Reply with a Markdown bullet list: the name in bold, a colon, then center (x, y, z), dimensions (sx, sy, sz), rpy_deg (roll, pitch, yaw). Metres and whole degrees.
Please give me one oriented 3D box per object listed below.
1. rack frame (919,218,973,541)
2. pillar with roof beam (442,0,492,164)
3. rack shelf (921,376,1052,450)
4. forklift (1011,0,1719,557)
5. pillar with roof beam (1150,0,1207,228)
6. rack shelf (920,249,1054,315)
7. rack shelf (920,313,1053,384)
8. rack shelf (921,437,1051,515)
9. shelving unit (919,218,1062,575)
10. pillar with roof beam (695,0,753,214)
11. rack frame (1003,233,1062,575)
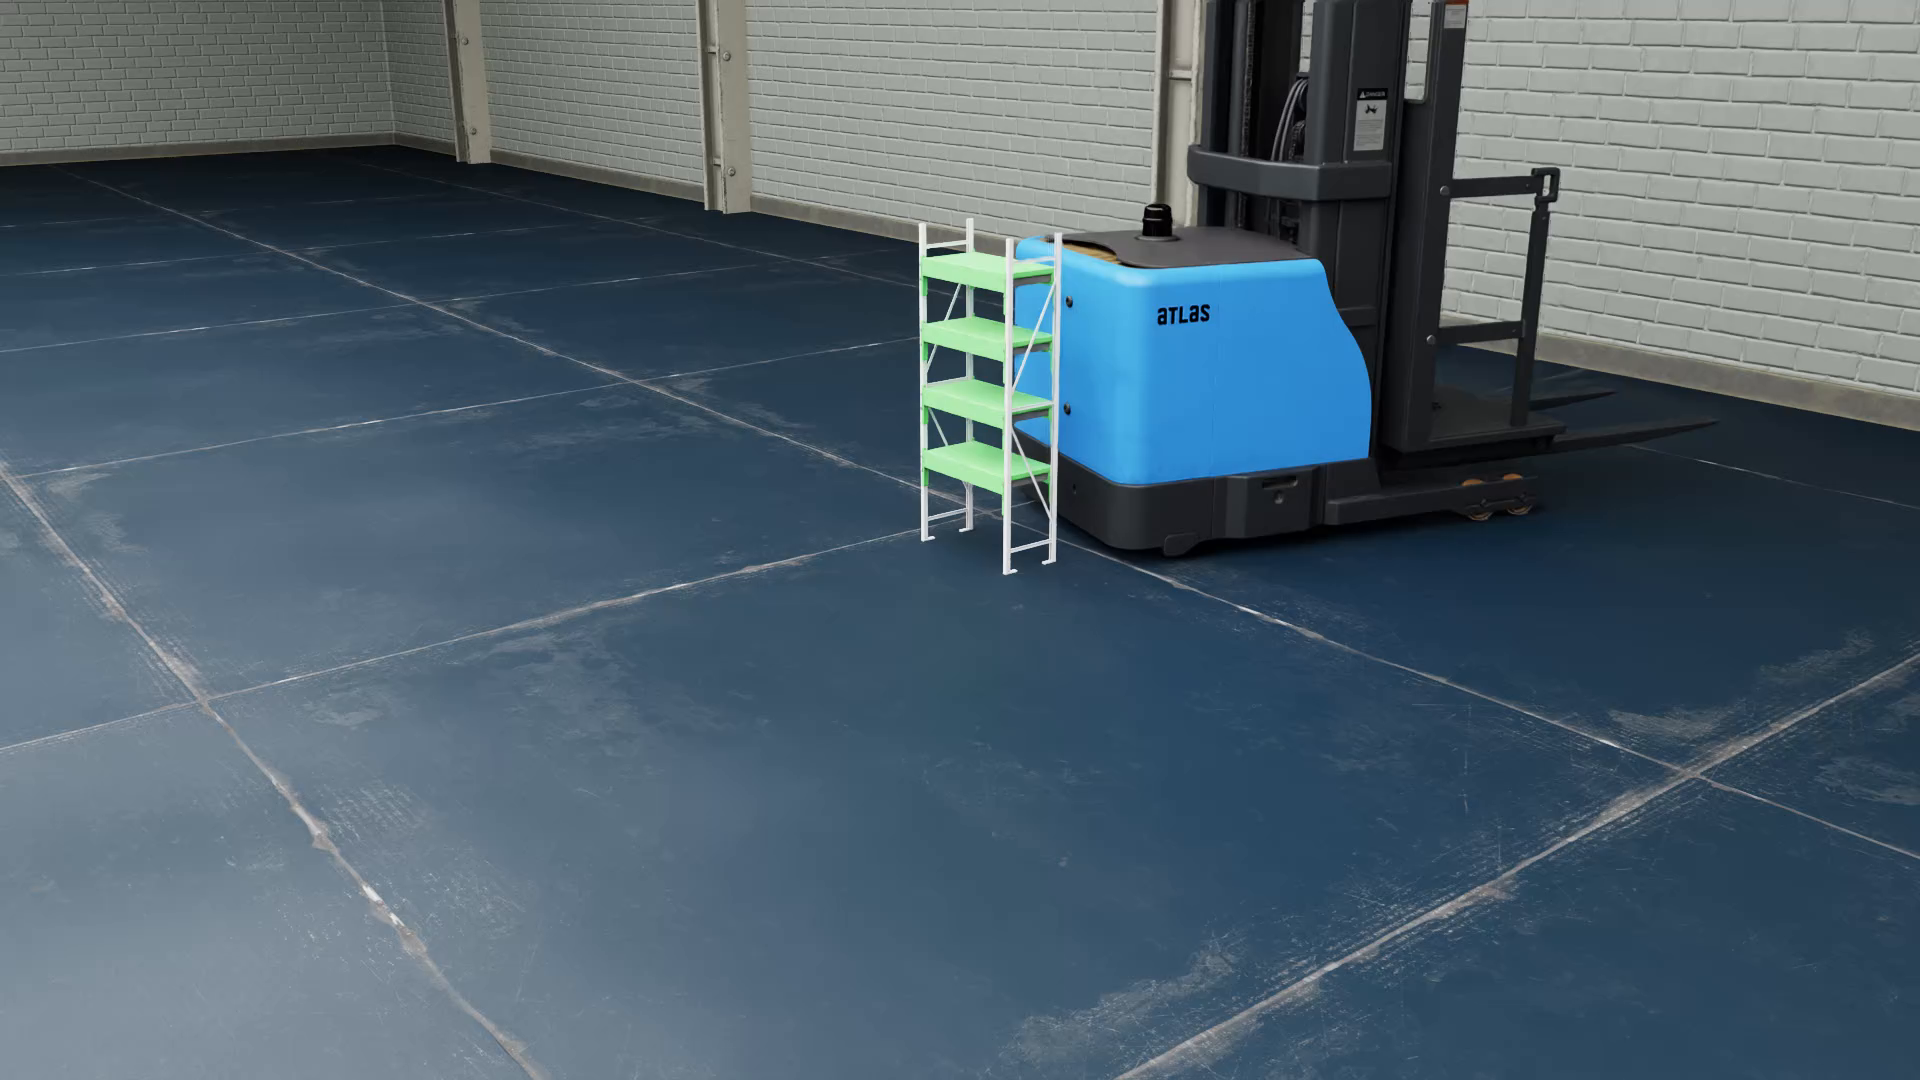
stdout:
- **rack frame**: center (-0.049, -0.589, 6.232), dimensions (0.240, 1.200, 0.015), rpy_deg (-14, 23, -36)
- **pillar with roof beam**: center (-9.302, -8.054, 16.371), dimensions (9.100, 9.000, 0.400), rpy_deg (-14, 23, -36)
- **rack shelf**: center (0.103, -0.468, 6.071), dimensions (0.258, 0.148, 0.480), rpy_deg (-14, 23, -36)
- **forklift**: center (1.773, -1.611, 6.565), dimensions (3.031, 2.935, 1.130), rpy_deg (-7, 20, -21)
- **pillar with roof beam**: center (-1.851, -5.097, 7.441), dimensions (9.100, 9.000, 0.400), rpy_deg (-14, 23, -36)
- **rack shelf**: center (0.103, -0.924, 5.920), dimensions (0.258, 0.148, 0.480), rpy_deg (-14, 23, -36)
- **rack shelf**: center (0.103, -0.696, 5.995), dimensions (0.258, 0.148, 0.480), rpy_deg (-14, 23, -36)
- **rack shelf**: center (0.103, -0.240, 6.146), dimensions (0.258, 0.148, 0.480), rpy_deg (-14, 23, -36)
- **shelving unit**: center (0.103, -0.529, 6.051), dimensions (0.258, 1.200, 0.503), rpy_deg (-14, 23, -36)
- **pillar with roof beam**: center (-5.577, -6.576, 11.906), dimensions (9.100, 9.000, 0.400), rpy_deg (-14, 23, -36)
- **rack frame**: center (0.254, -0.469, 5.869), dimensions (0.240, 1.200, 0.015), rpy_deg (-14, 23, -36)
